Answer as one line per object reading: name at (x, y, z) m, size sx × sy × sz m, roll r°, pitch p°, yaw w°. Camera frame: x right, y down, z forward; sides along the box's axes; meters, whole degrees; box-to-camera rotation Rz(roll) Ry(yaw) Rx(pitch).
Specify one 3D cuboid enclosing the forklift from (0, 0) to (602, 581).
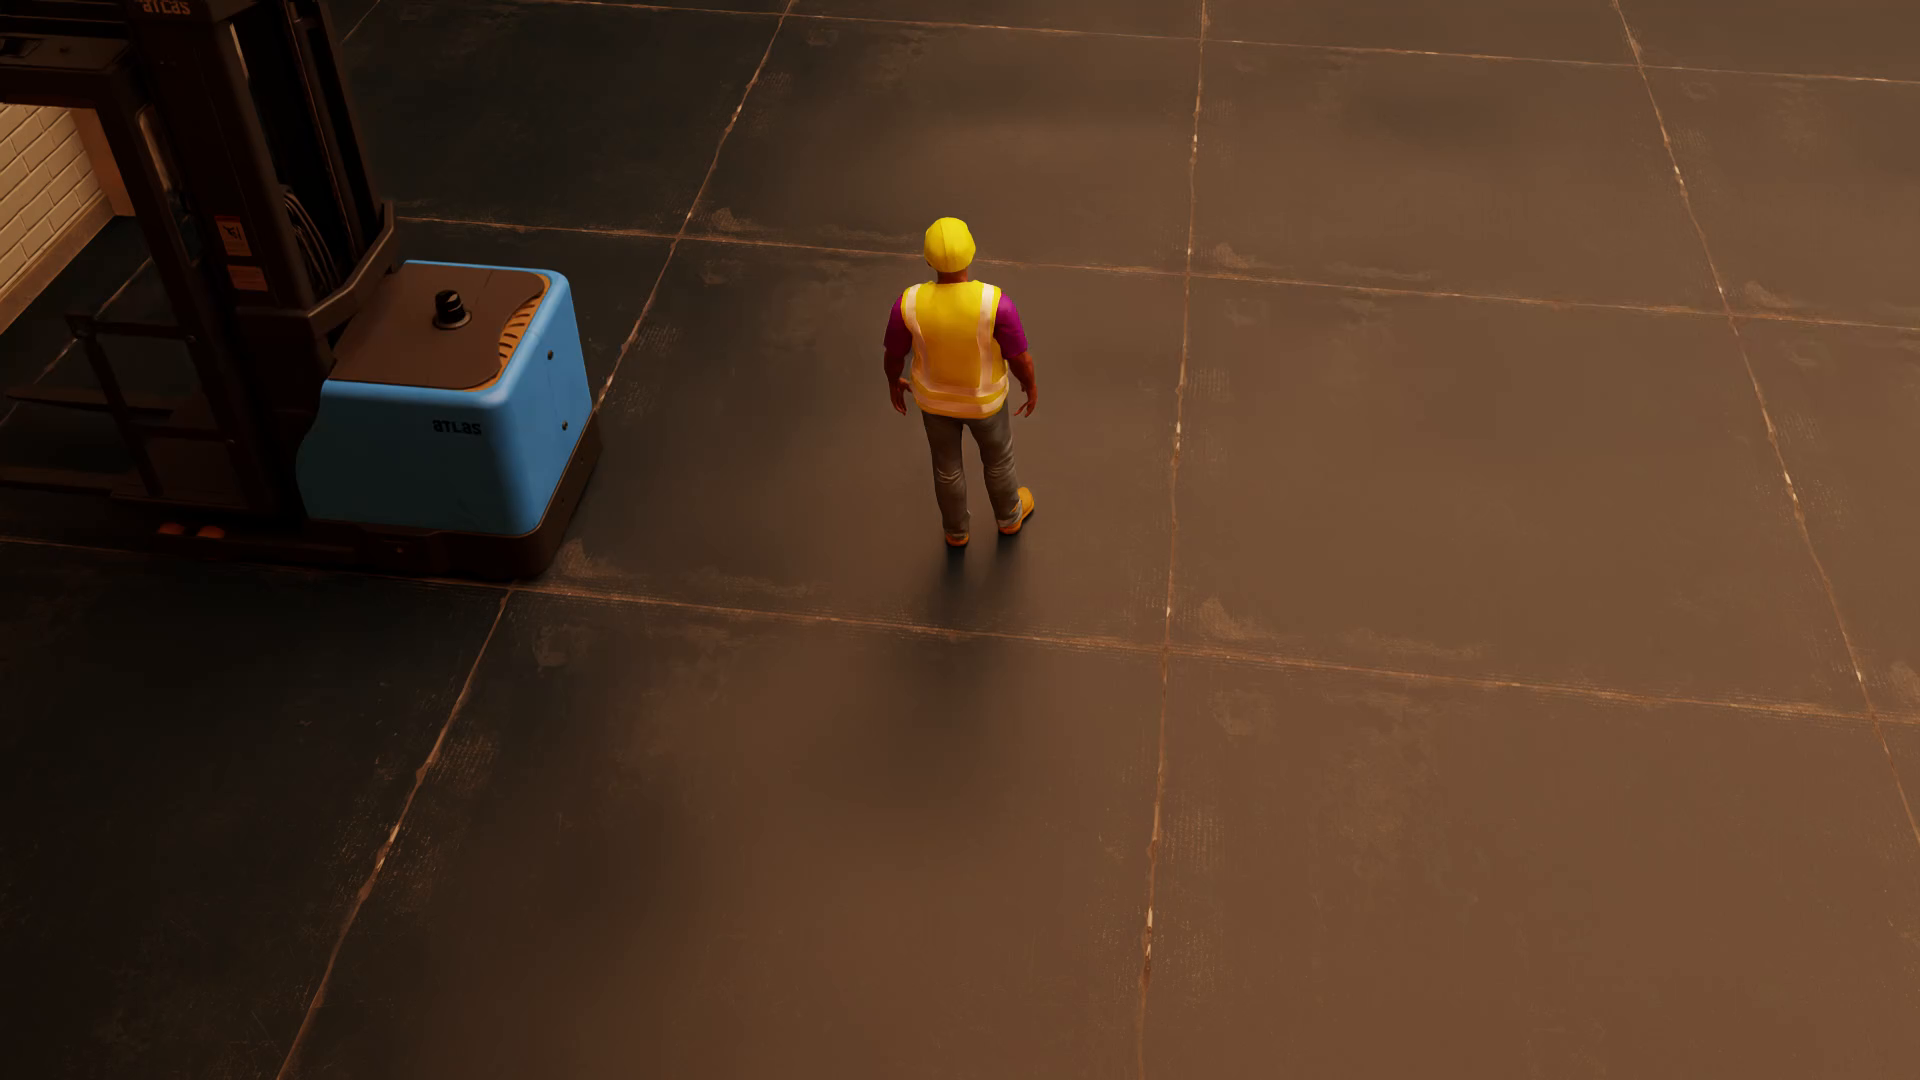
forklift at (-3.340, -1.333, 7.175) m, size 3.031 × 2.935 × 1.130 m, roll 5°, pitch 43°, yaw 5°

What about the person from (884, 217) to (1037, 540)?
person at (0.005, -0.671, 7.261) m, size 0.666 × 1.706 × 0.420 m, roll 5°, pitch 43°, yaw 6°
